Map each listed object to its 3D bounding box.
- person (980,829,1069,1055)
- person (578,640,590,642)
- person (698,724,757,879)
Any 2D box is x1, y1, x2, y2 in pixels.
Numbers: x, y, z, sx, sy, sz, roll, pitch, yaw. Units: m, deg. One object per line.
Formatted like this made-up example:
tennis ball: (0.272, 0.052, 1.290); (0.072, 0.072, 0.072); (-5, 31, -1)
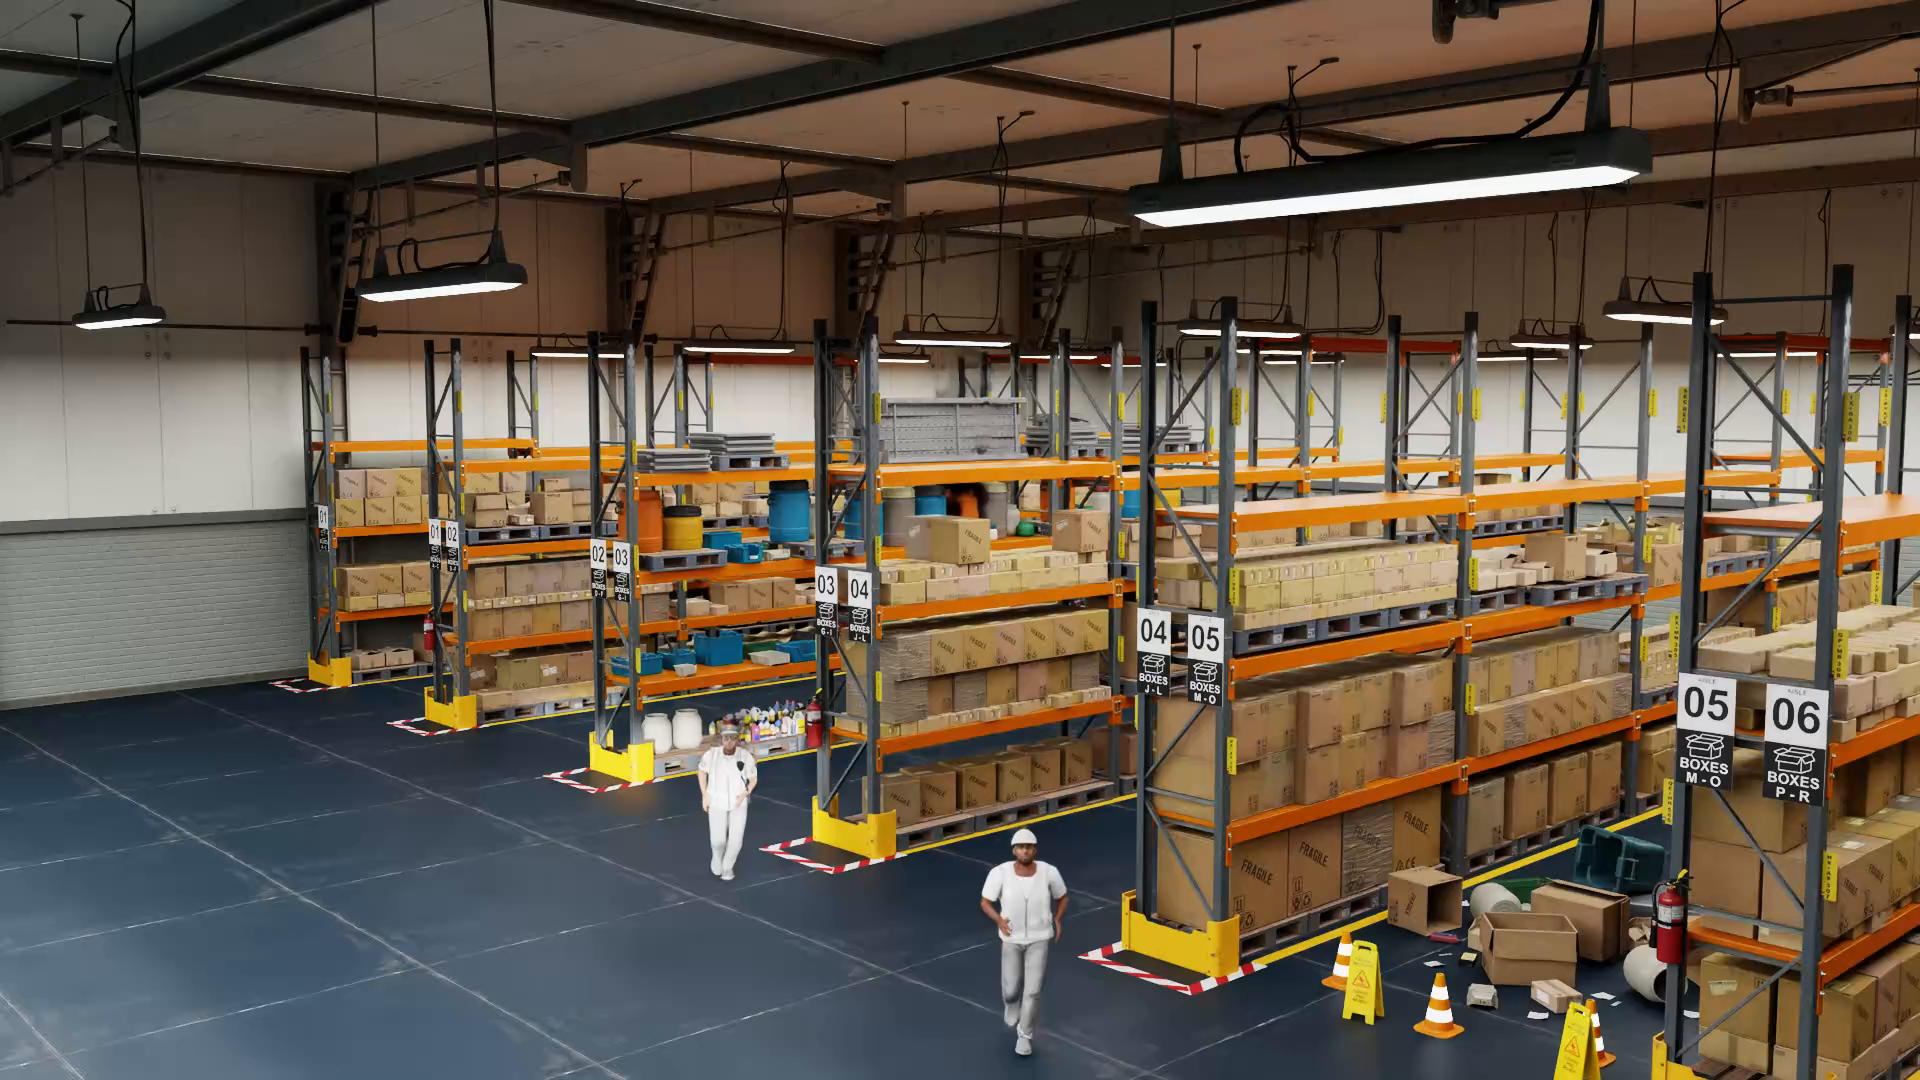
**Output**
person: (0.515, 3.144, 13.209); (0.710, 1.729, 0.700); (0, 5, 1)
person: (-6.687, 1.785, 29.194); (0.598, 1.621, 0.545); (4, 7, 41)
person: (-2.441, 2.763, 17.542); (0.602, 1.705, 0.660); (-1, 5, -13)
